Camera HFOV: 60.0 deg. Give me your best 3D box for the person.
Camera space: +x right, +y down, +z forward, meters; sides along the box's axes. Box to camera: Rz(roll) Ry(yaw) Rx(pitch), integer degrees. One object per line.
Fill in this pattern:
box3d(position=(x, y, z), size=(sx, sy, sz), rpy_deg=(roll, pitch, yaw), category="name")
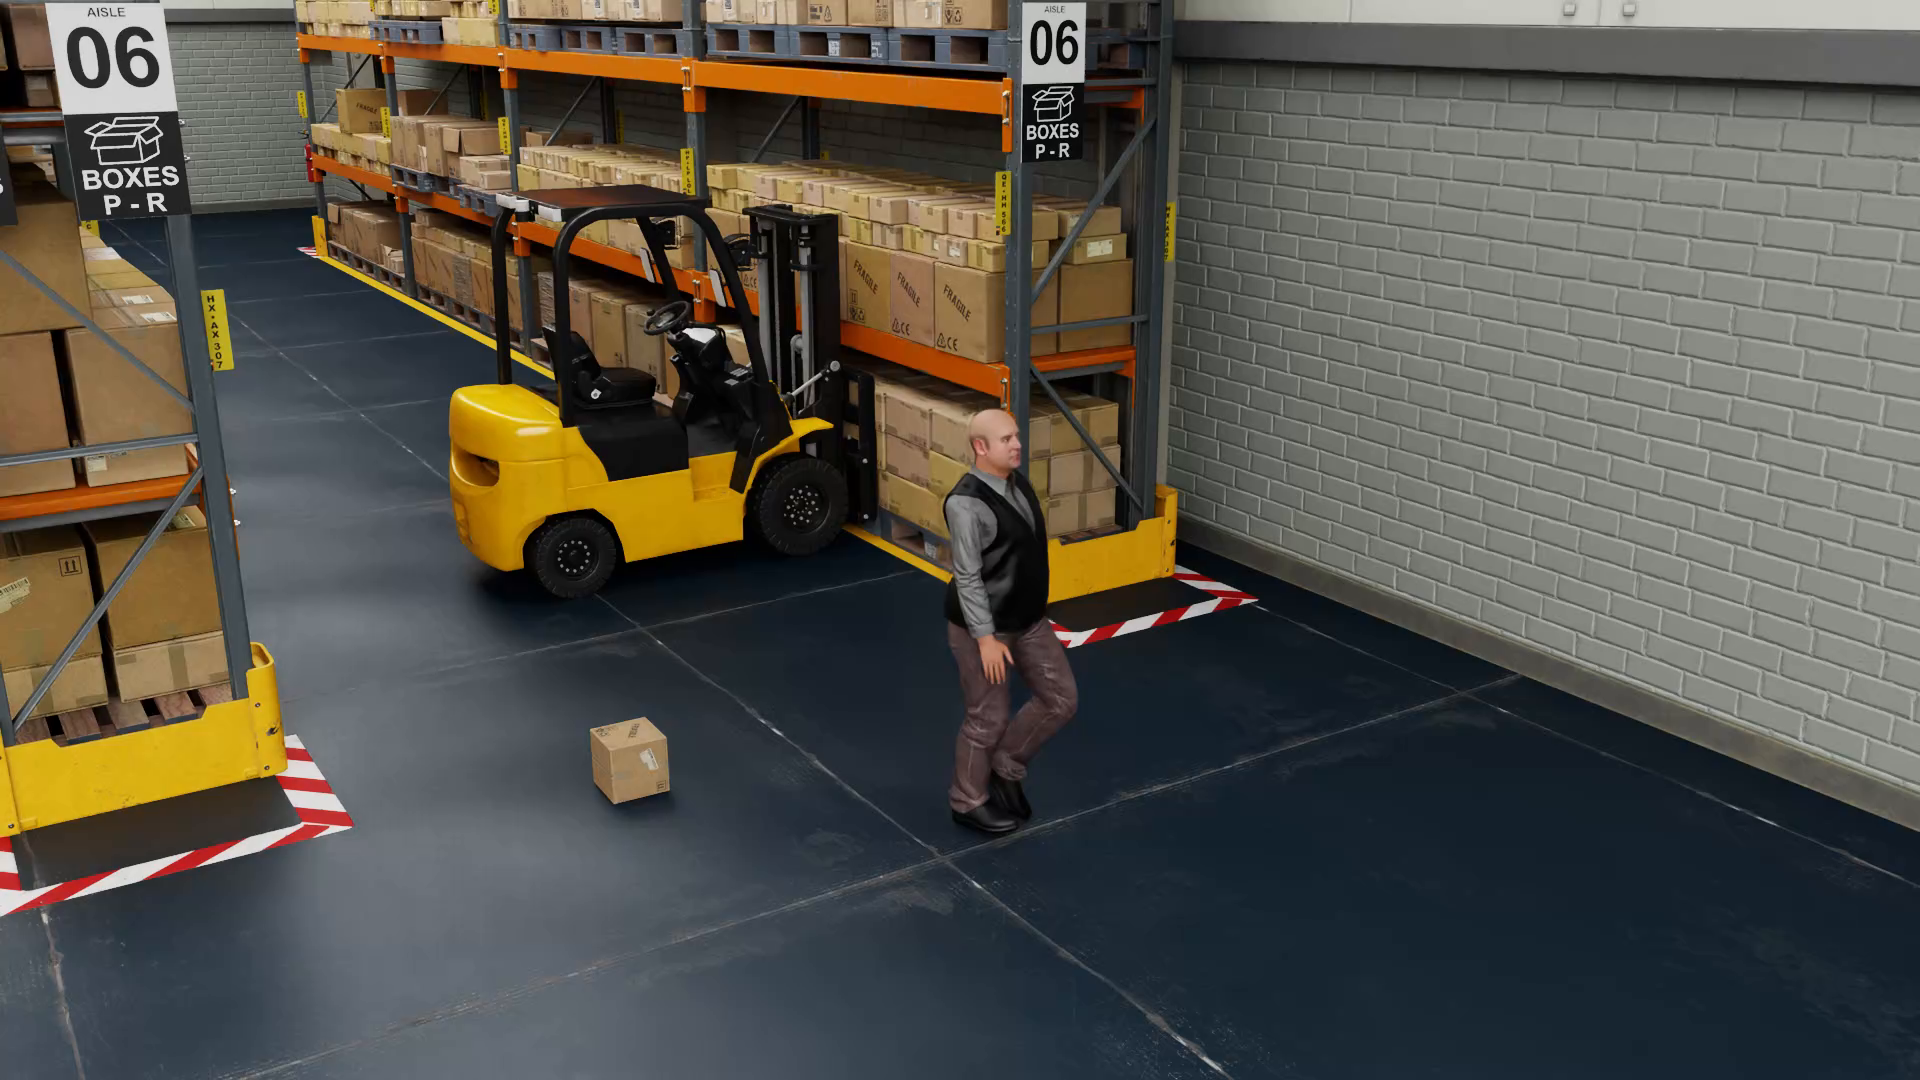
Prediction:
box3d(position=(0.180, 0.350, 6.474), size=(0.479, 1.750, 0.575), rpy_deg=(11, 21, 30), category="person")
